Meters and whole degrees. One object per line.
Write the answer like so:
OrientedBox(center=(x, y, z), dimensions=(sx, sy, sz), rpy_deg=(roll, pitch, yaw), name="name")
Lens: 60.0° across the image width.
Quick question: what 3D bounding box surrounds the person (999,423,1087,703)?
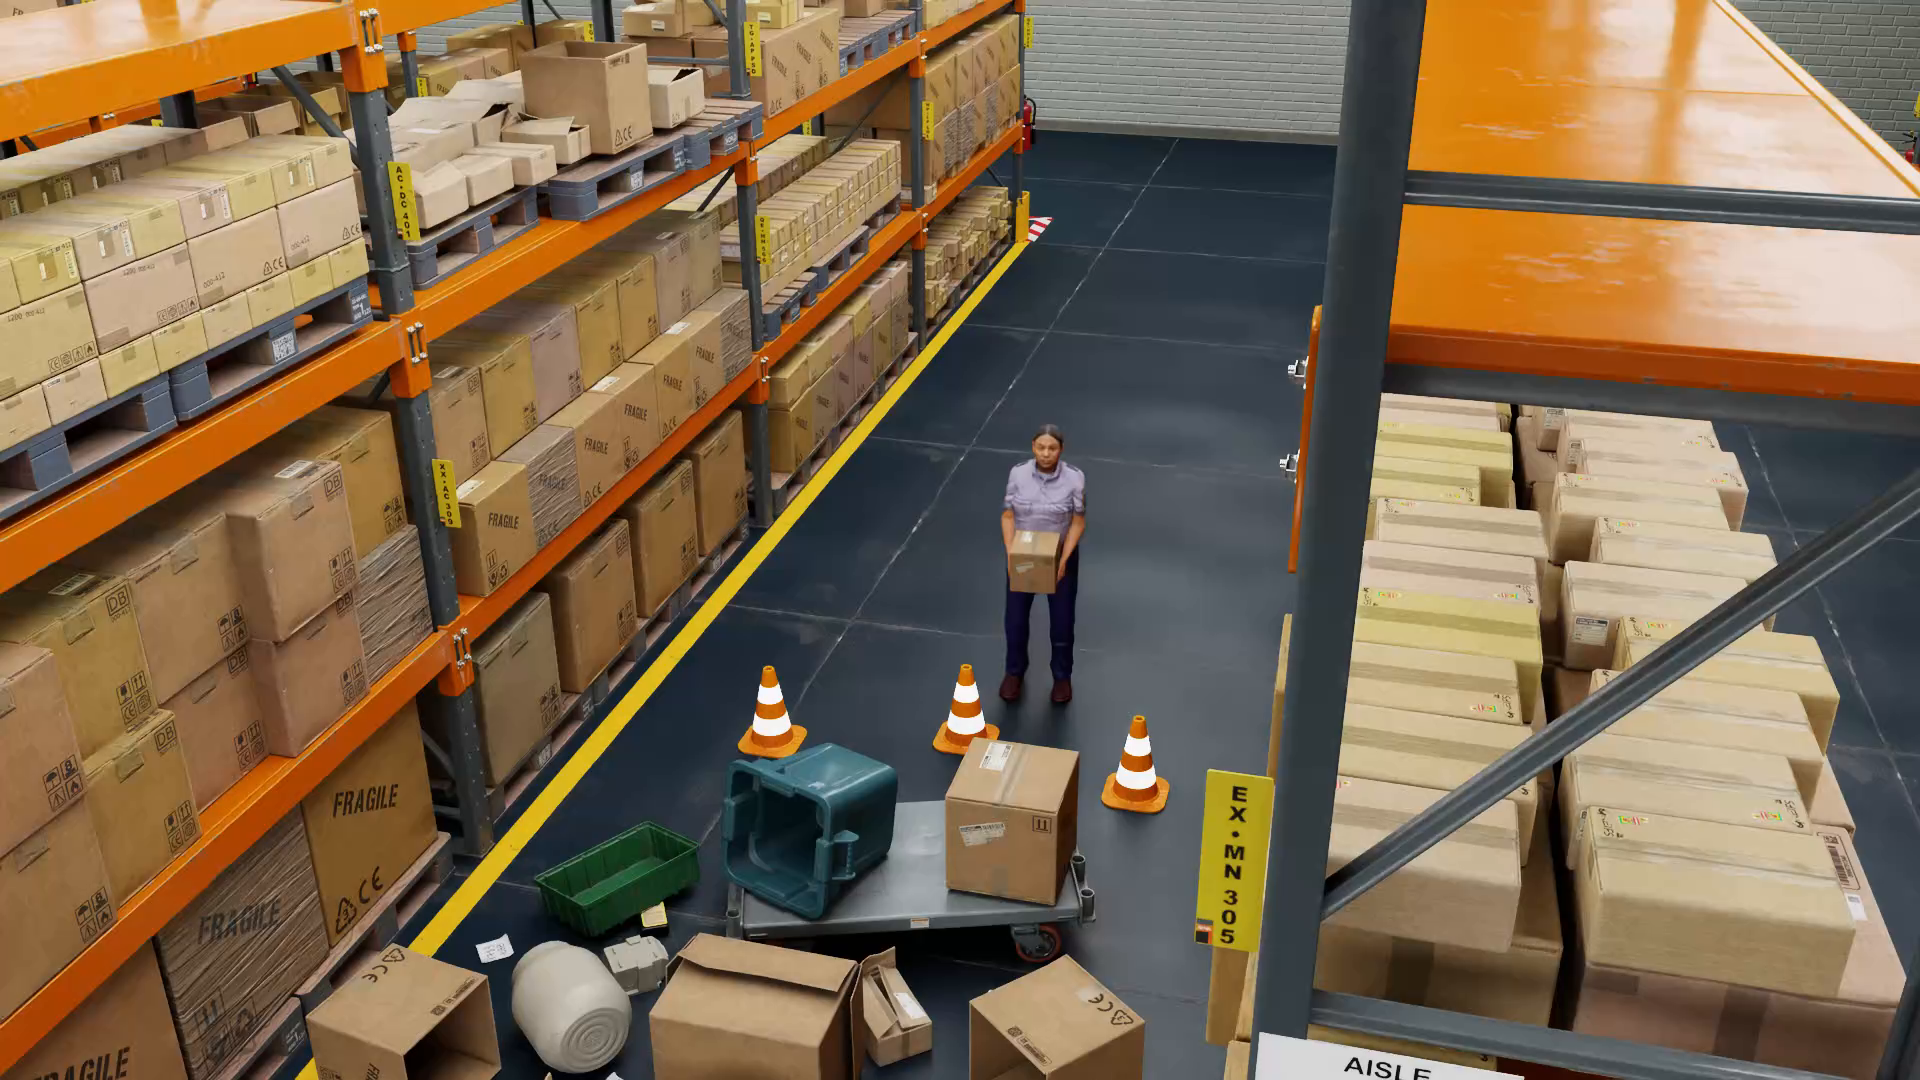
OrientedBox(center=(0.458, 0.147, 9.397), dimensions=(0.480, 1.652, 0.498), rpy_deg=(4, 26, 9), name="person")
